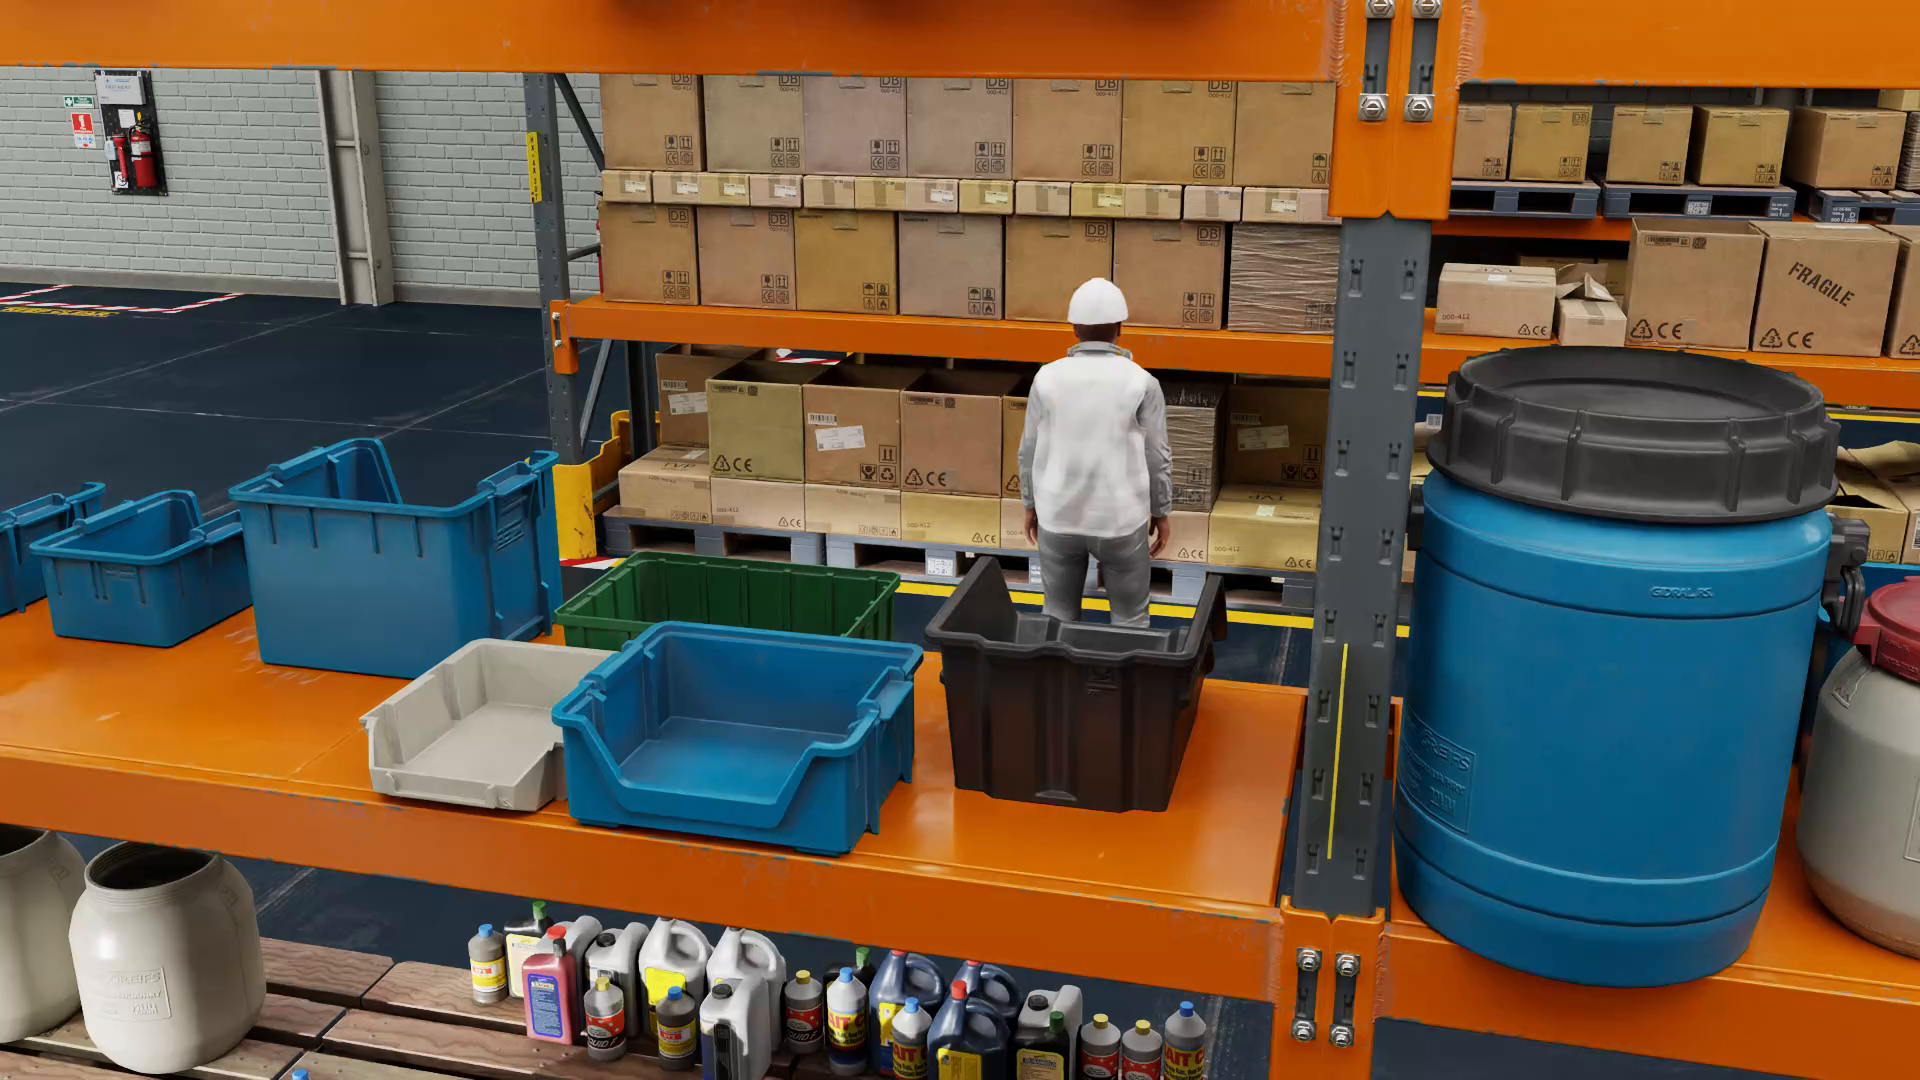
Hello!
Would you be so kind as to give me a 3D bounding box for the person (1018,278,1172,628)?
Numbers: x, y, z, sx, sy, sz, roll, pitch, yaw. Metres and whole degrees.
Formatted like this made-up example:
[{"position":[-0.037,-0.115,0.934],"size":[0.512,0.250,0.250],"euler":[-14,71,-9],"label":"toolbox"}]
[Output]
[{"position":[0.512,-0.095,6.309],"size":[0.580,1.768,0.462],"euler":[5,19,14],"label":"person"}]
